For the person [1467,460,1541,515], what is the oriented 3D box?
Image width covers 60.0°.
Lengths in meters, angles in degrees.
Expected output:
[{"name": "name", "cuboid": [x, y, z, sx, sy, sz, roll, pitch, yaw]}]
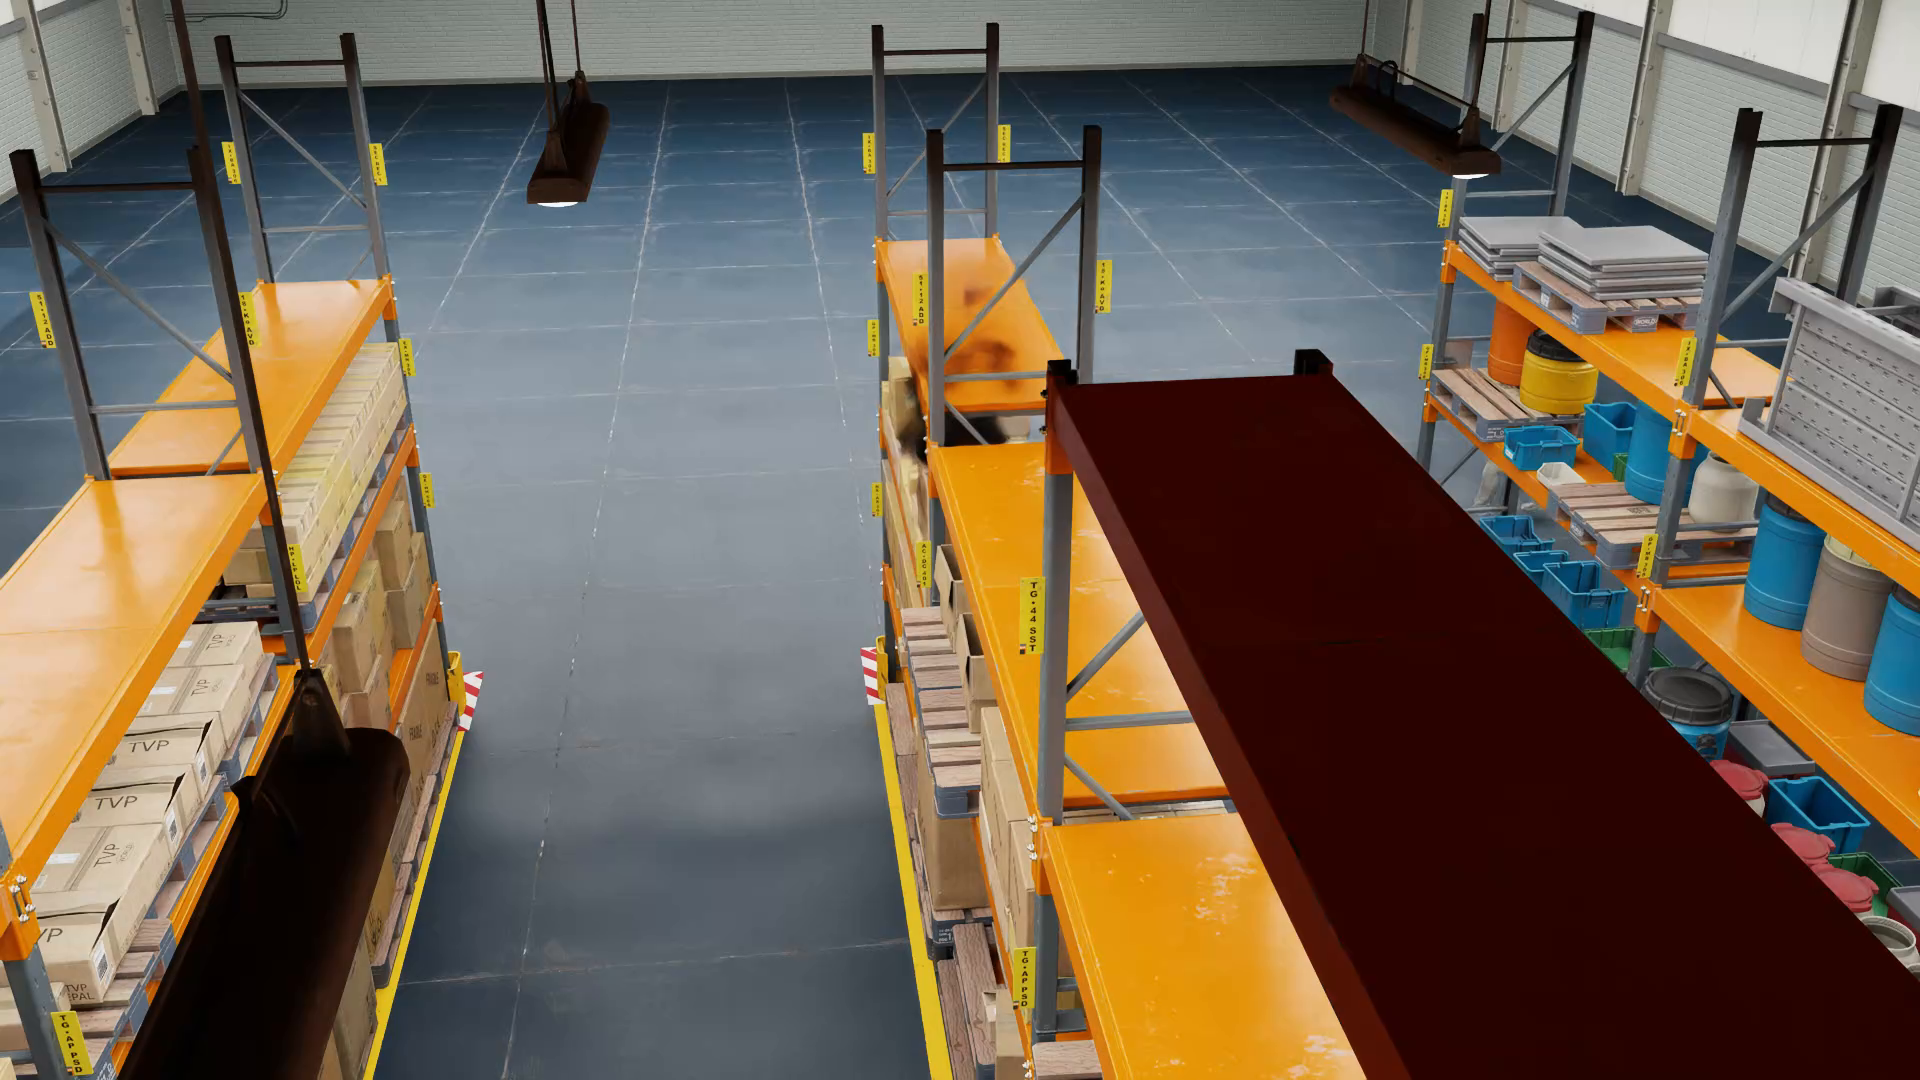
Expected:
[{"name": "person", "cuboid": [6.251, -1.033, 18.775, 0.878, 1.689, 0.608, 11, 28, 21]}]
